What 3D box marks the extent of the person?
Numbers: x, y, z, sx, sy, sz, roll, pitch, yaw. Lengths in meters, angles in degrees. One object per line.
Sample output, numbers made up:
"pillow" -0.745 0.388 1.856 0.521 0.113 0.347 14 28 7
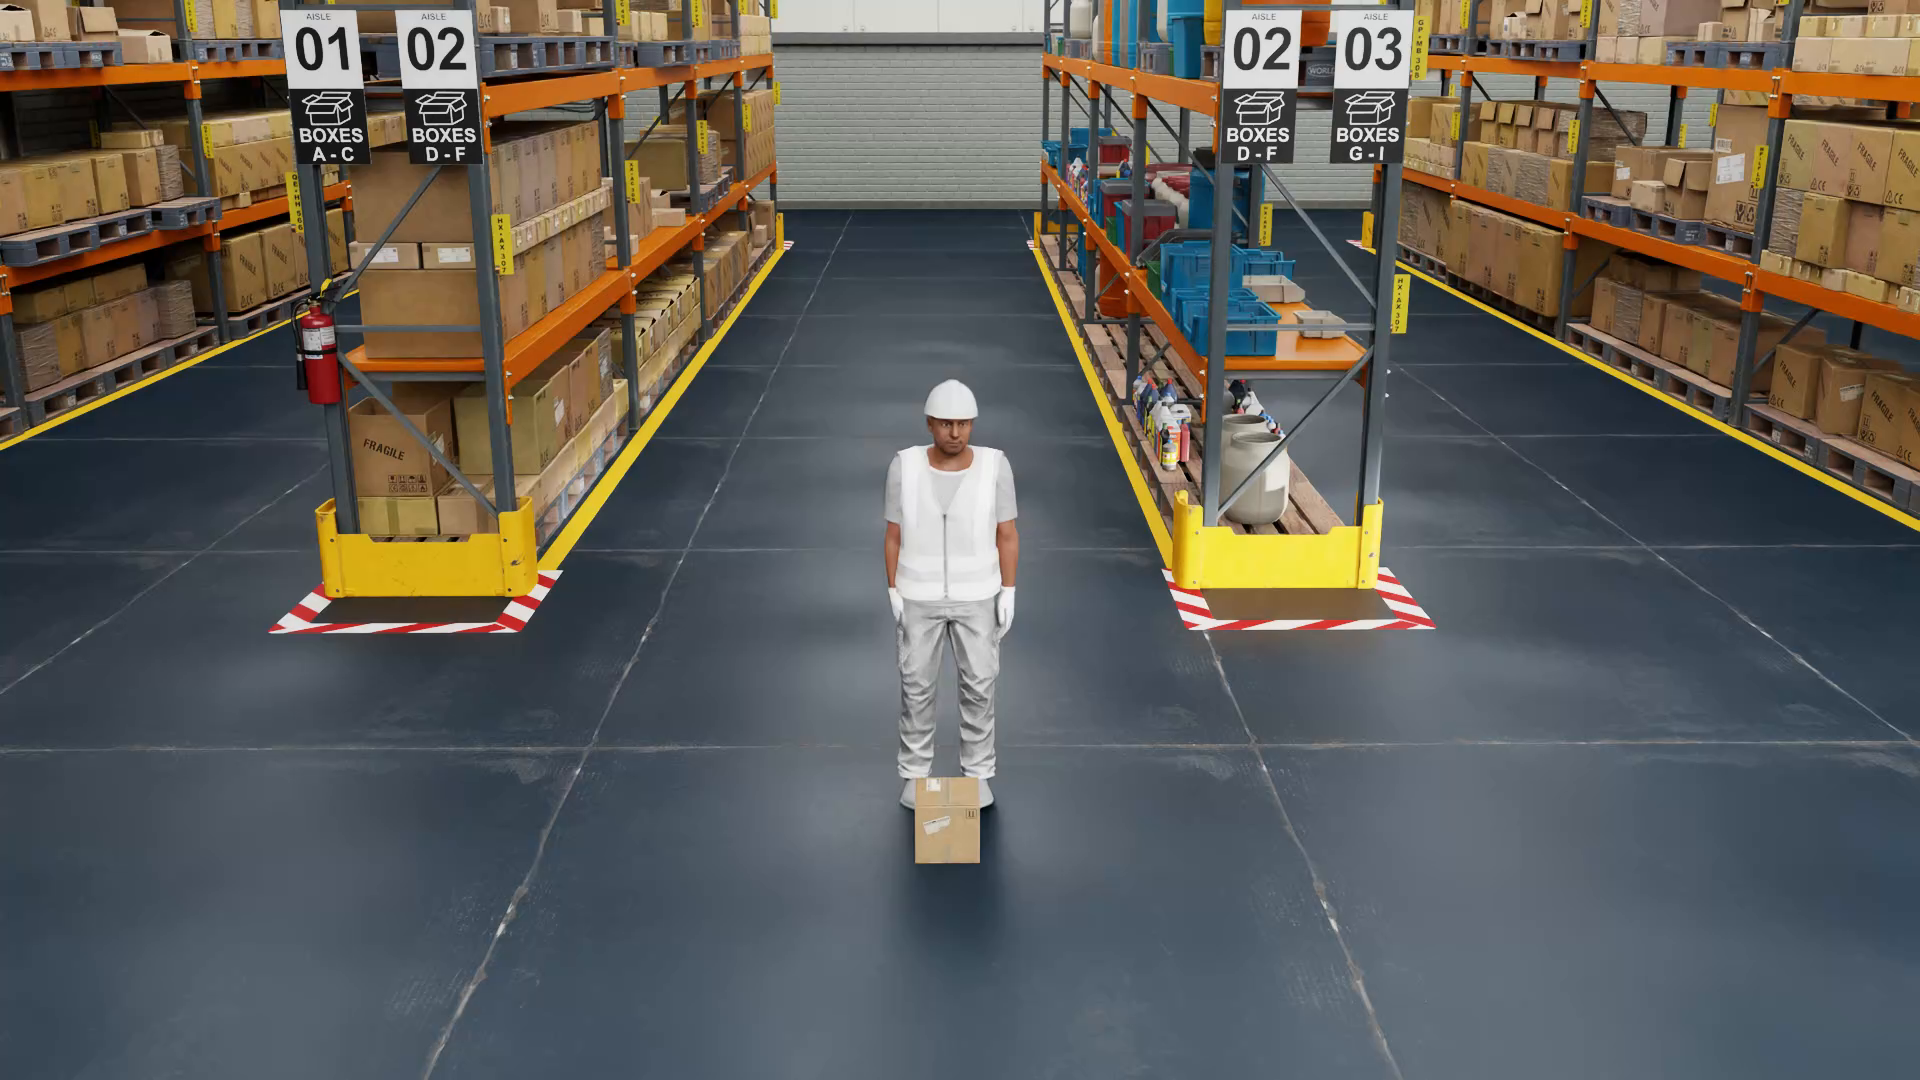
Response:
"person" -0.035 0.228 6.769 0.546 1.782 0.355 0 17 1
